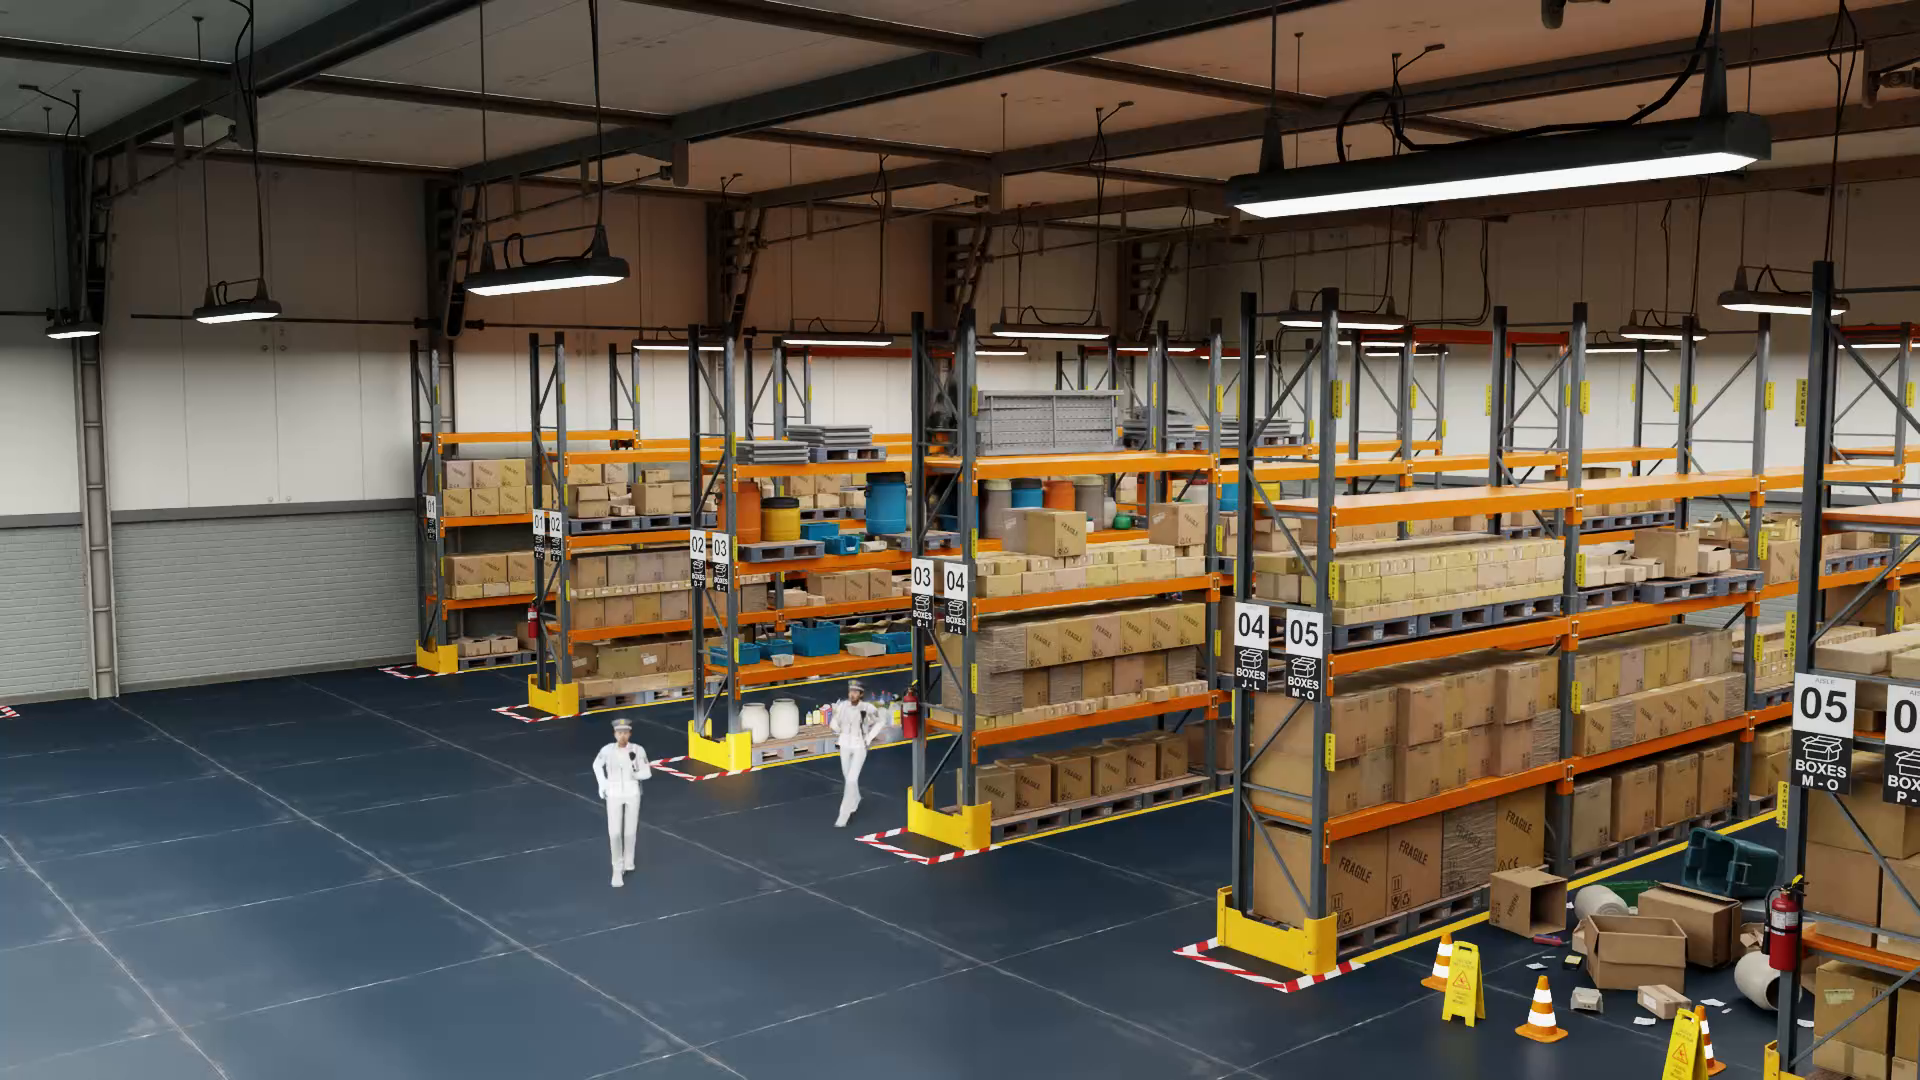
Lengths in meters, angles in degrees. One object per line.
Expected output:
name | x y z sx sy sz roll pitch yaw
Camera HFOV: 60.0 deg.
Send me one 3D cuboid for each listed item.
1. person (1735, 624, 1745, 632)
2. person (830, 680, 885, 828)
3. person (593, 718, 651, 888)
person | 11.709 2.075 24.608 1.072 1.743 0.746 -5 7 -42
person | -1.235 2.502 19.755 0.619 1.737 0.787 2 6 22
person | -3.526 2.721 17.396 0.595 1.754 0.702 -1 5 -12
